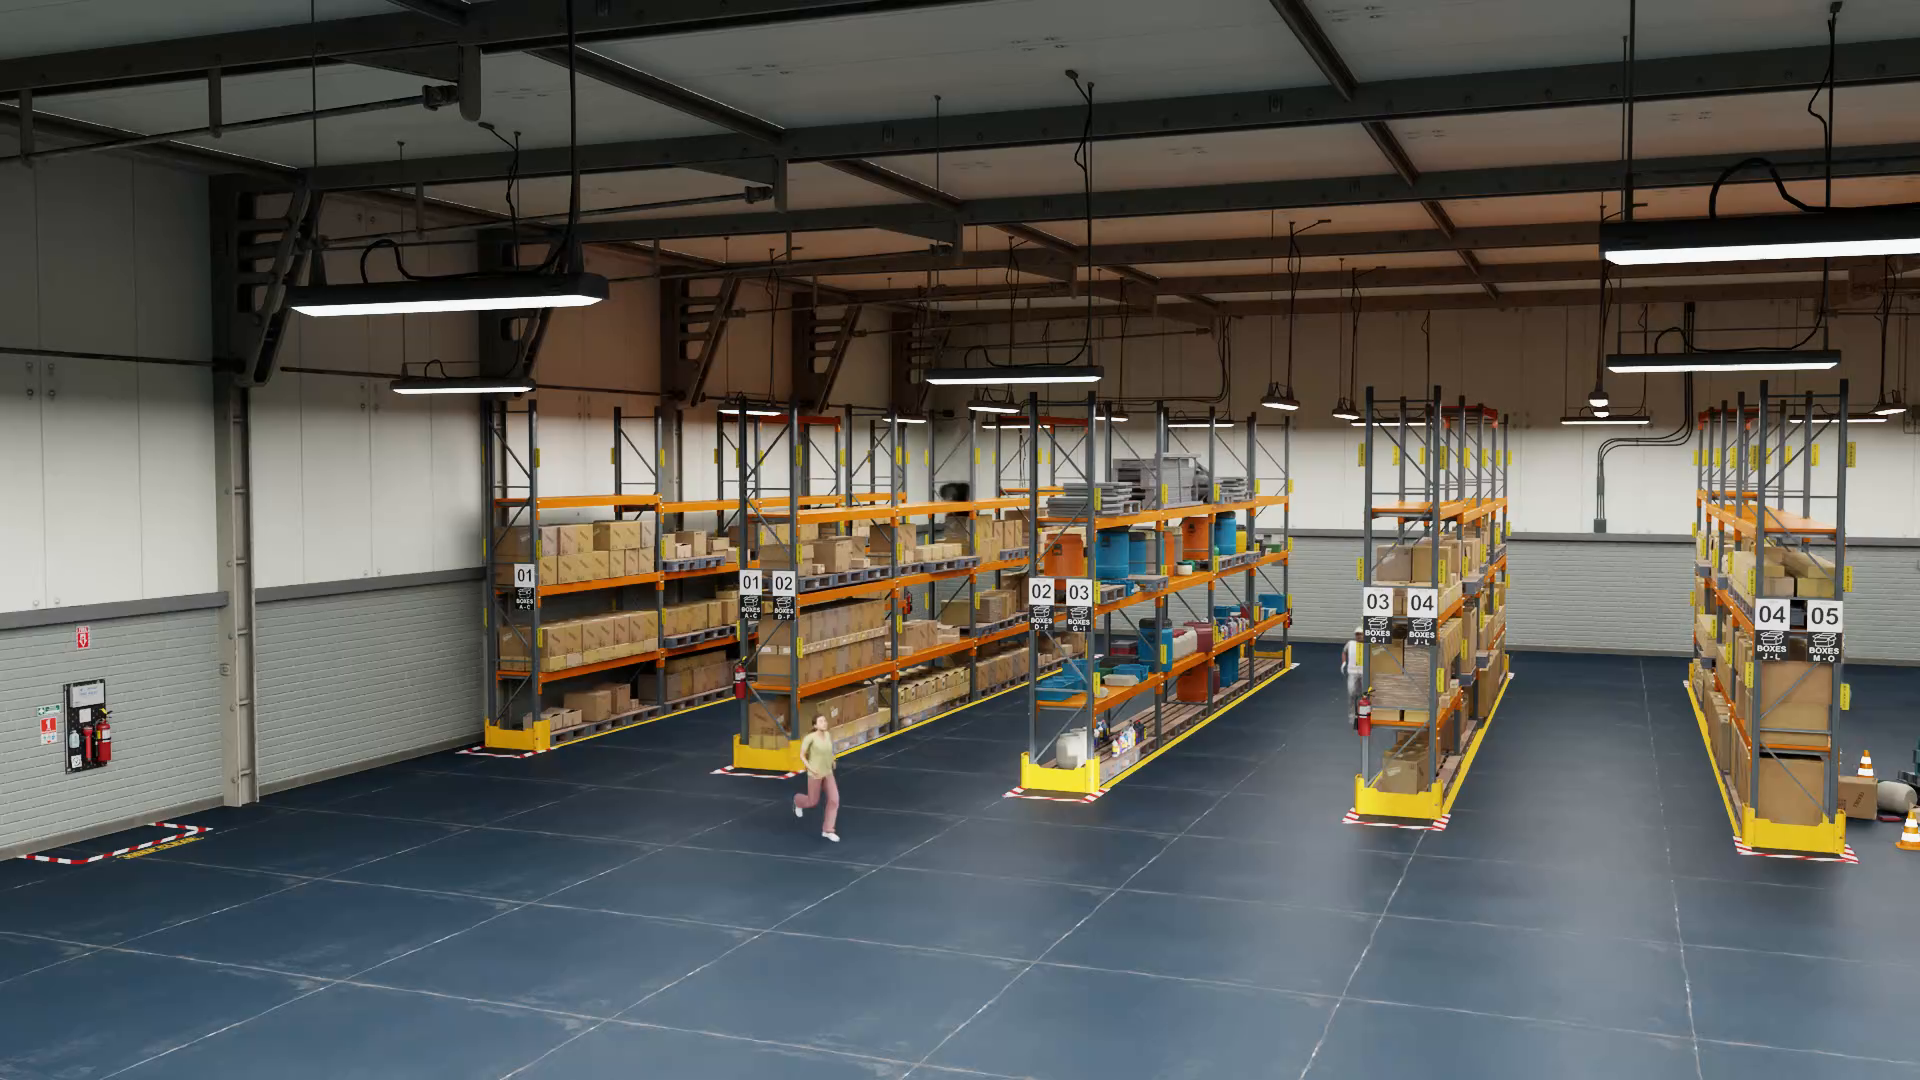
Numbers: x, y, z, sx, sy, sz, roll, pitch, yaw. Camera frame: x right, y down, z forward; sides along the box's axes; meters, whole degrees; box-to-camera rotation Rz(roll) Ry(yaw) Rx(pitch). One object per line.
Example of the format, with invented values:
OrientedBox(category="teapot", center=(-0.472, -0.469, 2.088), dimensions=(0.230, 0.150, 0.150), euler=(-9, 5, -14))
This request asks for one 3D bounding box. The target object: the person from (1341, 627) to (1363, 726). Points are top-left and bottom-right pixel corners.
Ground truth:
OrientedBox(category="person", center=(7.530, 2.558, 31.375), dimensions=(0.670, 1.846, 0.804), euler=(1, 3, 18))

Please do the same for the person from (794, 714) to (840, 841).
OrientedBox(category="person", center=(-1.881, 3.119, 22.057), dimensions=(0.569, 1.642, 0.925), euler=(-2, 3, -36))
